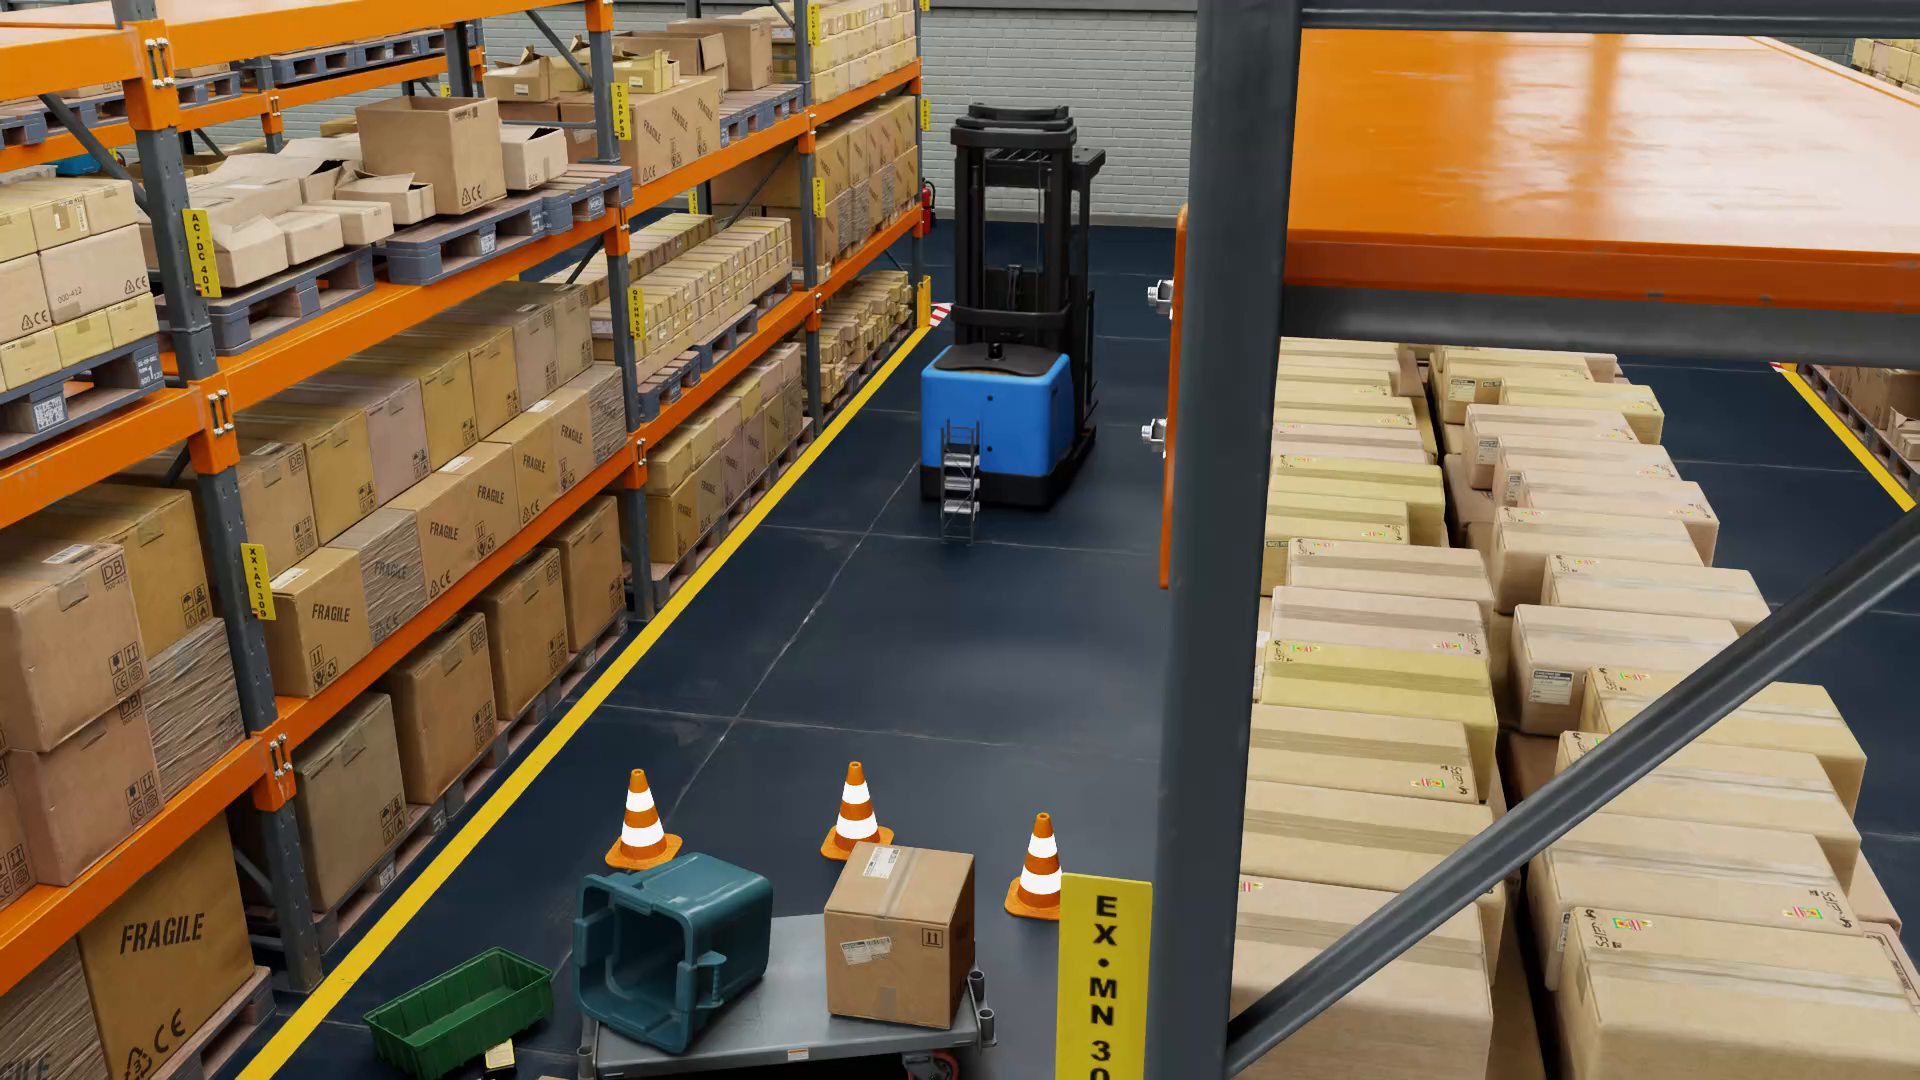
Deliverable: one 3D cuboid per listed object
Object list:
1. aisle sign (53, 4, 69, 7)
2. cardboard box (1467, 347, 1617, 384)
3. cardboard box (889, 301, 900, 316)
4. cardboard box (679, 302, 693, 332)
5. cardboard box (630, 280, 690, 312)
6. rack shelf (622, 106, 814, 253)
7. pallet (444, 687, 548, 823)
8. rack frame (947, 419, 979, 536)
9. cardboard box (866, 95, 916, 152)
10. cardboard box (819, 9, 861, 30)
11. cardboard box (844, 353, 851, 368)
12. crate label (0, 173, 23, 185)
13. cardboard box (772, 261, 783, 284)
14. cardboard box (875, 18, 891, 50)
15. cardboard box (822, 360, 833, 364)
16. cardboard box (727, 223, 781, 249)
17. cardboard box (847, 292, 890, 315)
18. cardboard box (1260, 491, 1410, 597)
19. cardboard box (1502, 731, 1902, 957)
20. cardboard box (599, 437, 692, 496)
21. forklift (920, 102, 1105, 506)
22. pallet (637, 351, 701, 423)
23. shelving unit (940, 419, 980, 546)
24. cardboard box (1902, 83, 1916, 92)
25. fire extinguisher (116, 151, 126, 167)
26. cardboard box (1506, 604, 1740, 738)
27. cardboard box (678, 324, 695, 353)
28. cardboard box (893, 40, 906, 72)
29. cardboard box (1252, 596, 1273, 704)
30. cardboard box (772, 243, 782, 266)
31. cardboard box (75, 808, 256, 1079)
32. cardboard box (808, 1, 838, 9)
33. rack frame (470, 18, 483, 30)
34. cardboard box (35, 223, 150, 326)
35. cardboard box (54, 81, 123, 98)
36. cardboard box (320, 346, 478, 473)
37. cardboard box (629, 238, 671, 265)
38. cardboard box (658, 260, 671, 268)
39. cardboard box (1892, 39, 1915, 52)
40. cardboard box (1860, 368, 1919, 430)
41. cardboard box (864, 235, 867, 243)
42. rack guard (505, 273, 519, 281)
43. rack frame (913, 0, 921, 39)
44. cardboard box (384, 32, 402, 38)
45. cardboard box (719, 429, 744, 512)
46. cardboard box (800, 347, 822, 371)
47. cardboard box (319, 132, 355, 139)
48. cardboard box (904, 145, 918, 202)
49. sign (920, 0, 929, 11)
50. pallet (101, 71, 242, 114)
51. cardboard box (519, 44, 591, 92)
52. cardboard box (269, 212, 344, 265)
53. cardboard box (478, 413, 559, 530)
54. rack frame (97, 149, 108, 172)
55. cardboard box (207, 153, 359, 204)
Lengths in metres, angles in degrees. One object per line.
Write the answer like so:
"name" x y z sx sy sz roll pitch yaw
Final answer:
"aisle sign" -10.286 -5.826 19.325 0.394 0.787 0.004 4 22 11
"cardboard box" 1.685 -0.506 4.848 0.380 0.149 0.250 4 22 10
"cardboard box" -0.836 -2.429 17.226 0.380 0.149 0.250 4 22 9
"cardboard box" -2.085 -1.565 11.601 0.380 0.149 0.250 5 22 11
"cardboard box" -2.091 -1.691 11.515 0.380 0.149 0.250 4 22 9
"rack shelf" -2.128 -2.687 11.958 1.077 0.370 4.000 4 22 11
"pallet" -3.022 1.123 9.283 1.003 0.211 1.213 4 22 11
"rack frame" 0.022 -0.458 12.285 0.240 0.900 0.006 4 22 11
"cardboard box" -0.754 -4.286 17.109 0.500 0.500 0.500 4 22 10
"cardboard box" -1.108 -4.665 14.903 0.380 0.149 0.250 6 23 14
"cardboard box" -1.253 -1.732 15.893 0.380 0.149 0.250 4 22 9
"crate label" -10.683 -4.001 18.546 0.396 0.136 0.243 4 22 11
"cardboard box" -1.659 -2.184 13.535 0.380 0.149 0.250 5 22 11
"cardboard box" -0.959 -4.815 15.811 0.500 0.250 0.500 5 22 12
"cardboard box" -1.369 -1.579 15.114 0.380 0.149 0.250 5 22 11
"cardboard box" -1.665 -2.455 13.412 0.380 0.149 0.250 4 22 9
"cardboard box" -0.915 -2.375 16.693 0.380 0.149 0.250 5 23 13
"cardboard box" 0.758 0.014 3.558 0.380 0.149 0.250 5 22 12
"cardboard box" 1.174 0.561 2.732 0.500 0.250 0.500 4 22 10
"cardboard box" -2.158 -0.515 11.397 0.500 0.250 0.500 3 22 8
"forklift" 0.558 -2.143 13.752 1.130 2.935 3.031 6 23 14
"pallet" -2.495 -1.078 11.271 1.213 0.211 1.003 4 22 11
"shelving unit" 0.002 -0.420 12.193 0.258 0.900 0.210 4 22 11
"cardboard box" 8.122 -3.729 13.919 0.380 0.149 0.250 5 22 11
"fire extinguisher" -10.112 -4.428 19.936 0.296 0.674 0.183 4 22 11
"cardboard box" 1.198 0.245 2.984 0.380 0.149 0.250 4 22 11
"cardboard box" -2.084 -1.420 11.639 0.380 0.149 0.250 5 23 13
"cardboard box" -0.835 -4.772 16.373 0.500 0.250 0.500 4 22 11
"cardboard box" 0.744 0.327 3.315 0.500 0.250 0.500 5 22 12
"cardboard box" -1.660 -2.320 13.475 0.380 0.149 0.250 5 22 11
"cardboard box" -3.549 1.580 6.696 0.875 0.875 0.875 5 22 12
"cardboard box" -1.389 -5.085 15.946 0.380 0.149 0.250 5 22 12
"rack frame" -5.739 -7.022 17.743 1.000 3.000 0.127 4 22 11
"cardboard box" -3.201 -0.937 5.755 0.500 0.250 0.500 4 22 10
"cardboard box" -6.975 -3.696 12.800 0.797 0.503 0.637 4 22 10
"cardboard box" -2.946 -0.685 8.567 0.700 0.500 0.500 4 22 10
"cardboard box" -2.461 -2.225 12.842 0.380 0.149 0.250 4 22 10
"cardboard box" -2.459 -2.085 12.891 0.380 0.149 0.250 5 23 13
"cardboard box" 8.275 -4.286 14.098 0.500 0.250 0.500 4 22 10
"cardboard box" 8.181 -1.236 14.191 0.700 0.500 0.500 4 22 9
"cardboard box" -1.111 -2.910 15.900 0.380 0.149 0.250 5 23 13
"rack guard" -5.734 -3.088 19.352 1.175 0.500 0.348 4 22 11
"rack frame" -0.904 -6.607 16.712 1.000 3.000 0.127 4 22 11
"cardboard box" -6.083 -5.334 16.738 0.700 0.500 0.500 3 22 7
"cardboard box" -1.943 -0.545 12.475 0.500 0.500 0.500 4 22 10
"cardboard box" -1.447 -1.619 14.817 0.380 0.149 0.250 5 23 13
"cardboard box" -5.997 -3.718 16.369 0.500 0.500 0.500 4 22 9
"cardboard box" -0.743 -3.824 17.302 0.500 0.500 0.500 5 22 12
"sign" -0.365 -5.576 16.984 0.100 0.325 0.005 4 22 11
"pallet" -6.694 -3.740 13.865 0.805 0.209 1.217 4 22 9
"cardboard box" -2.618 -3.047 10.731 0.396 0.266 0.258 4 22 11
"cardboard box" -2.898 -1.312 7.220 0.250 0.149 0.380 4 22 11
"cardboard box" -2.570 -0.394 9.183 0.500 0.500 0.500 4 22 10
"rack frame" -10.587 -4.616 19.801 1.000 3.000 0.127 4 22 11
"cardboard box" -3.210 -1.684 7.928 0.500 0.311 0.500 4 22 9
